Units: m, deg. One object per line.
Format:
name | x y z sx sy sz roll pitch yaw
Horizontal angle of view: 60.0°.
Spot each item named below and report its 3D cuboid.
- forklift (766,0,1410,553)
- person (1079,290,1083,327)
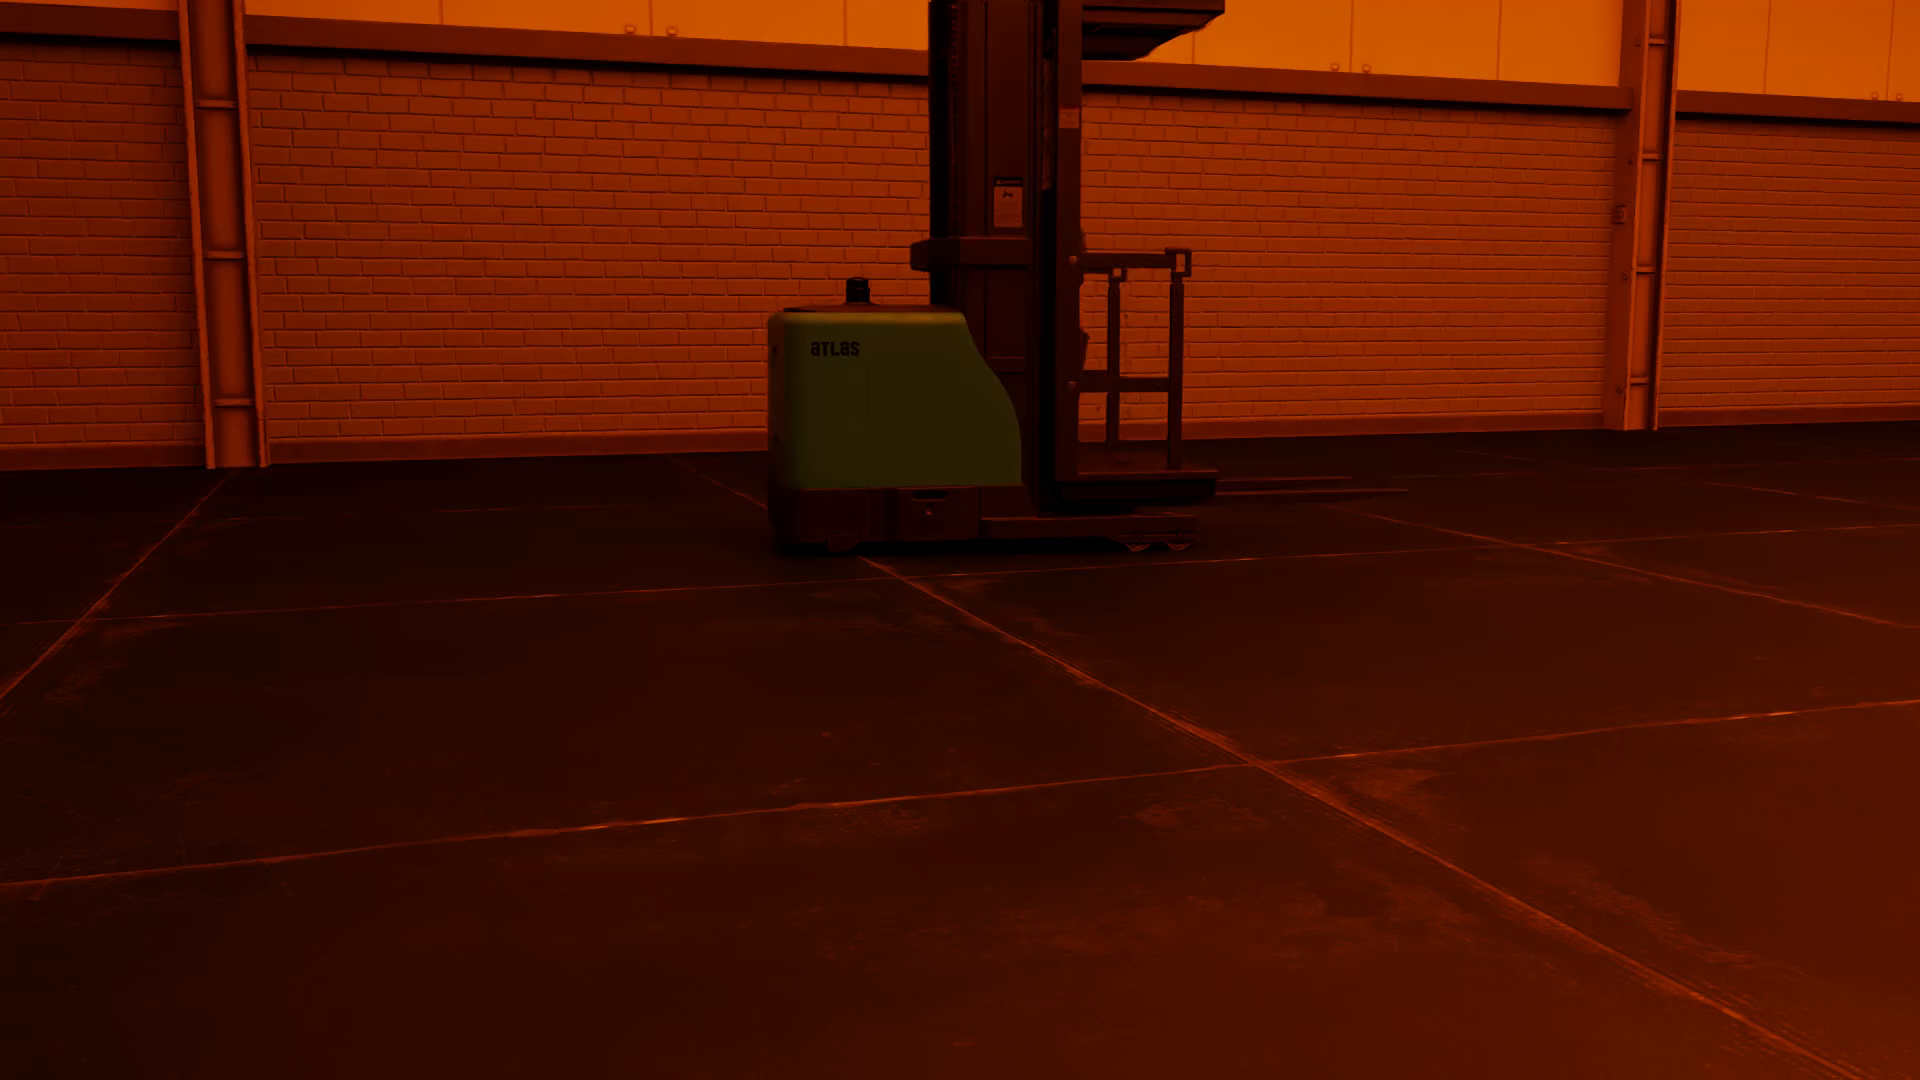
forklift | 0.620 -1.472 7.869 3.031 2.935 1.130 -2 8 -11
person | 0.622 -1.222 10.816 0.355 1.653 0.481 0 8 2
